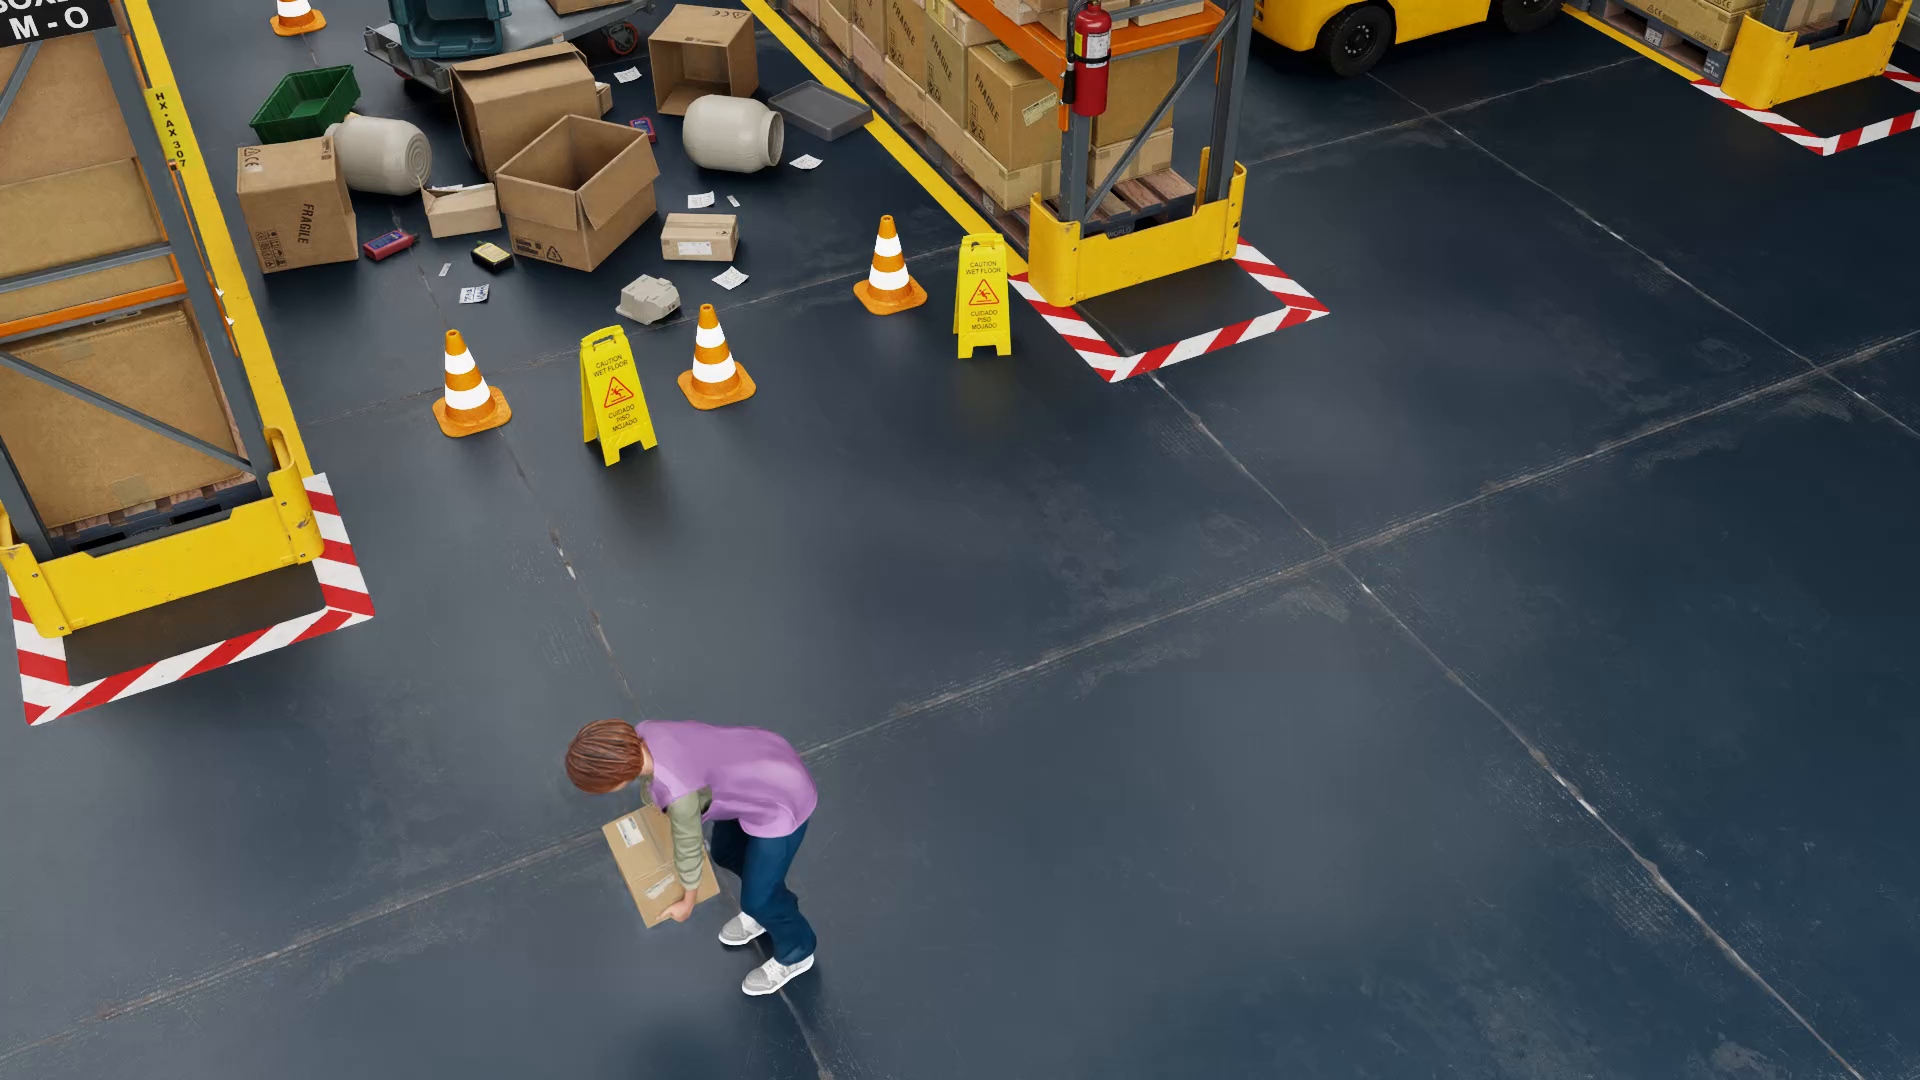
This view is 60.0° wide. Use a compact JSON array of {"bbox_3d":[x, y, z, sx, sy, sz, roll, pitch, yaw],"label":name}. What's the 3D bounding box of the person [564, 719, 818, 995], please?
[{"bbox_3d":[-0.804,0.967,5.262,0.737,1.370,0.377,-20,46,-21],"label":"person"}]
